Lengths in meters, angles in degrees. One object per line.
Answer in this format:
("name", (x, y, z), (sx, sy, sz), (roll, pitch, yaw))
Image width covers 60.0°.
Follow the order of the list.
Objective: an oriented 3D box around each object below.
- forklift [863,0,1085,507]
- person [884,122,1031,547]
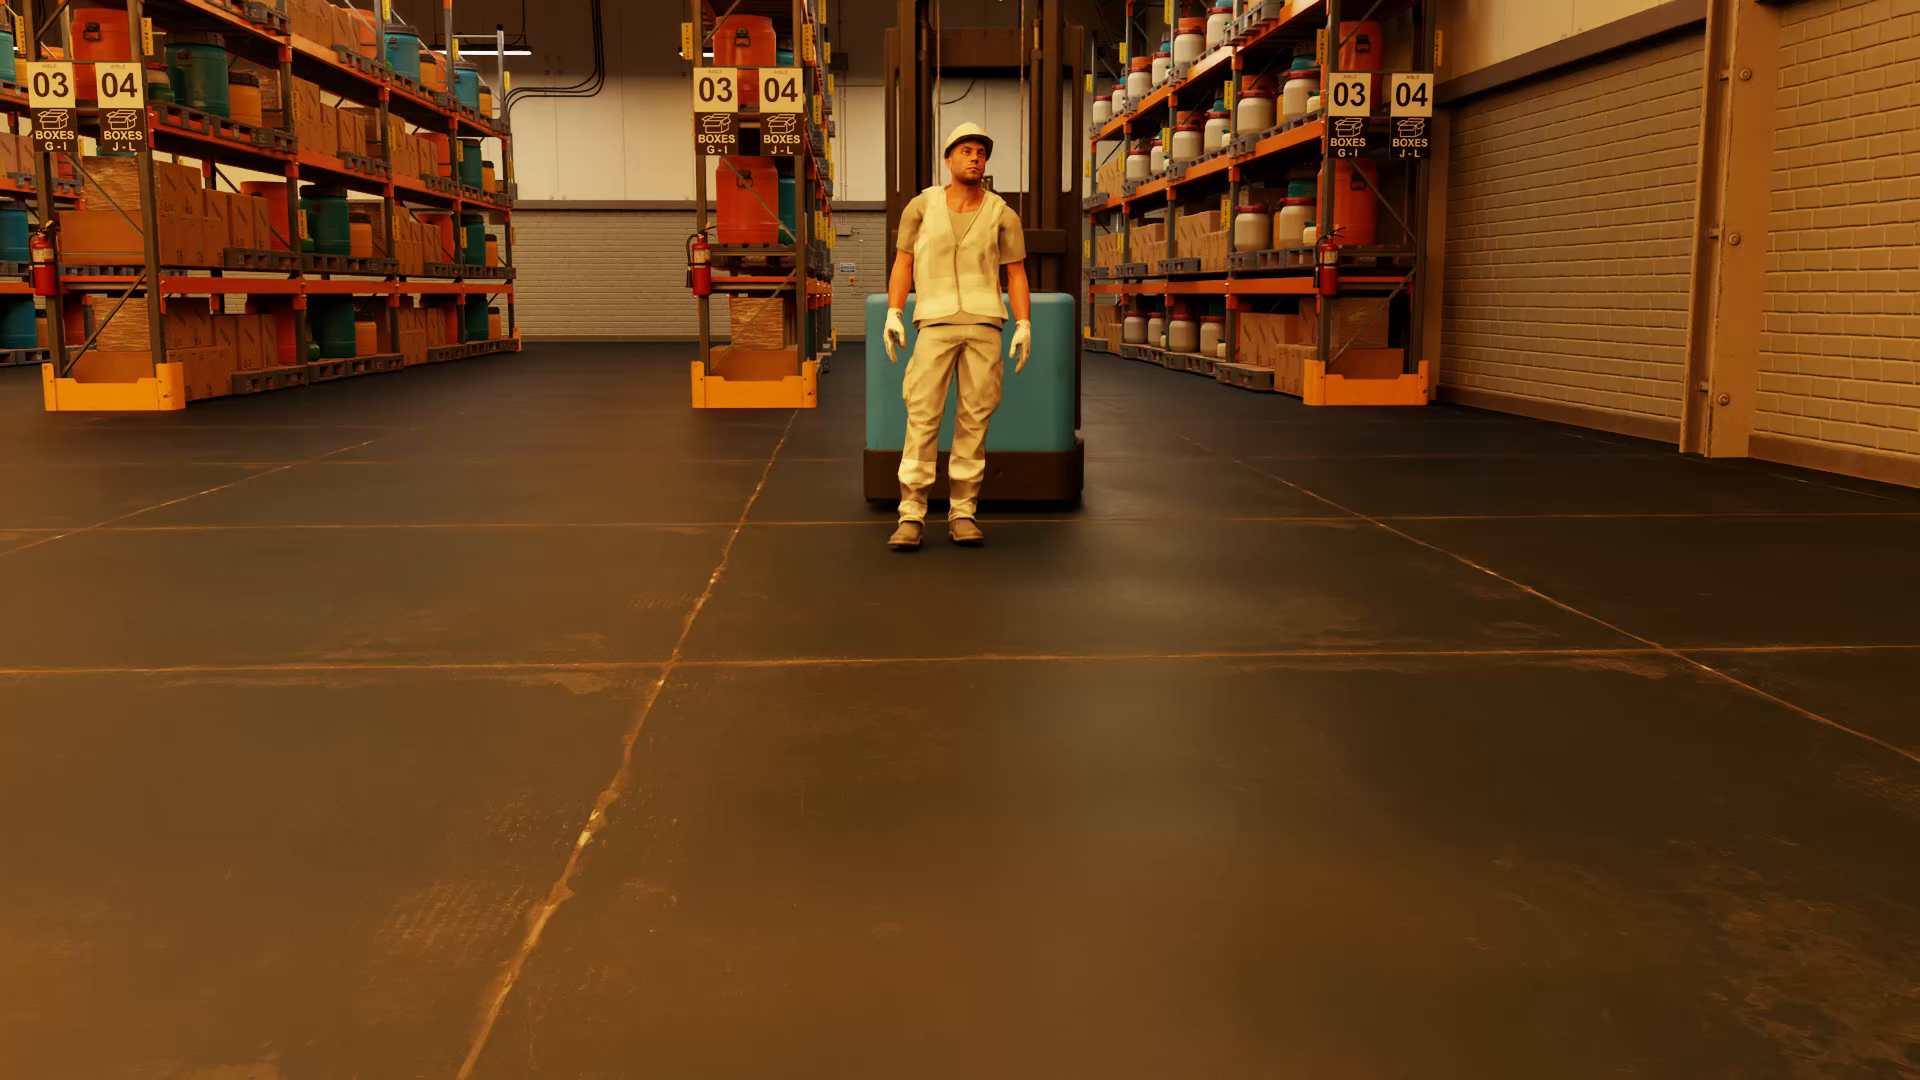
("forklift", (0.152, -1.797, 9.430), (1.130, 2.935, 3.031), (1, 8, 4))
("person", (-0.007, -0.880, 7.098), (0.638, 1.787, 0.564), (-1, 8, -4))
